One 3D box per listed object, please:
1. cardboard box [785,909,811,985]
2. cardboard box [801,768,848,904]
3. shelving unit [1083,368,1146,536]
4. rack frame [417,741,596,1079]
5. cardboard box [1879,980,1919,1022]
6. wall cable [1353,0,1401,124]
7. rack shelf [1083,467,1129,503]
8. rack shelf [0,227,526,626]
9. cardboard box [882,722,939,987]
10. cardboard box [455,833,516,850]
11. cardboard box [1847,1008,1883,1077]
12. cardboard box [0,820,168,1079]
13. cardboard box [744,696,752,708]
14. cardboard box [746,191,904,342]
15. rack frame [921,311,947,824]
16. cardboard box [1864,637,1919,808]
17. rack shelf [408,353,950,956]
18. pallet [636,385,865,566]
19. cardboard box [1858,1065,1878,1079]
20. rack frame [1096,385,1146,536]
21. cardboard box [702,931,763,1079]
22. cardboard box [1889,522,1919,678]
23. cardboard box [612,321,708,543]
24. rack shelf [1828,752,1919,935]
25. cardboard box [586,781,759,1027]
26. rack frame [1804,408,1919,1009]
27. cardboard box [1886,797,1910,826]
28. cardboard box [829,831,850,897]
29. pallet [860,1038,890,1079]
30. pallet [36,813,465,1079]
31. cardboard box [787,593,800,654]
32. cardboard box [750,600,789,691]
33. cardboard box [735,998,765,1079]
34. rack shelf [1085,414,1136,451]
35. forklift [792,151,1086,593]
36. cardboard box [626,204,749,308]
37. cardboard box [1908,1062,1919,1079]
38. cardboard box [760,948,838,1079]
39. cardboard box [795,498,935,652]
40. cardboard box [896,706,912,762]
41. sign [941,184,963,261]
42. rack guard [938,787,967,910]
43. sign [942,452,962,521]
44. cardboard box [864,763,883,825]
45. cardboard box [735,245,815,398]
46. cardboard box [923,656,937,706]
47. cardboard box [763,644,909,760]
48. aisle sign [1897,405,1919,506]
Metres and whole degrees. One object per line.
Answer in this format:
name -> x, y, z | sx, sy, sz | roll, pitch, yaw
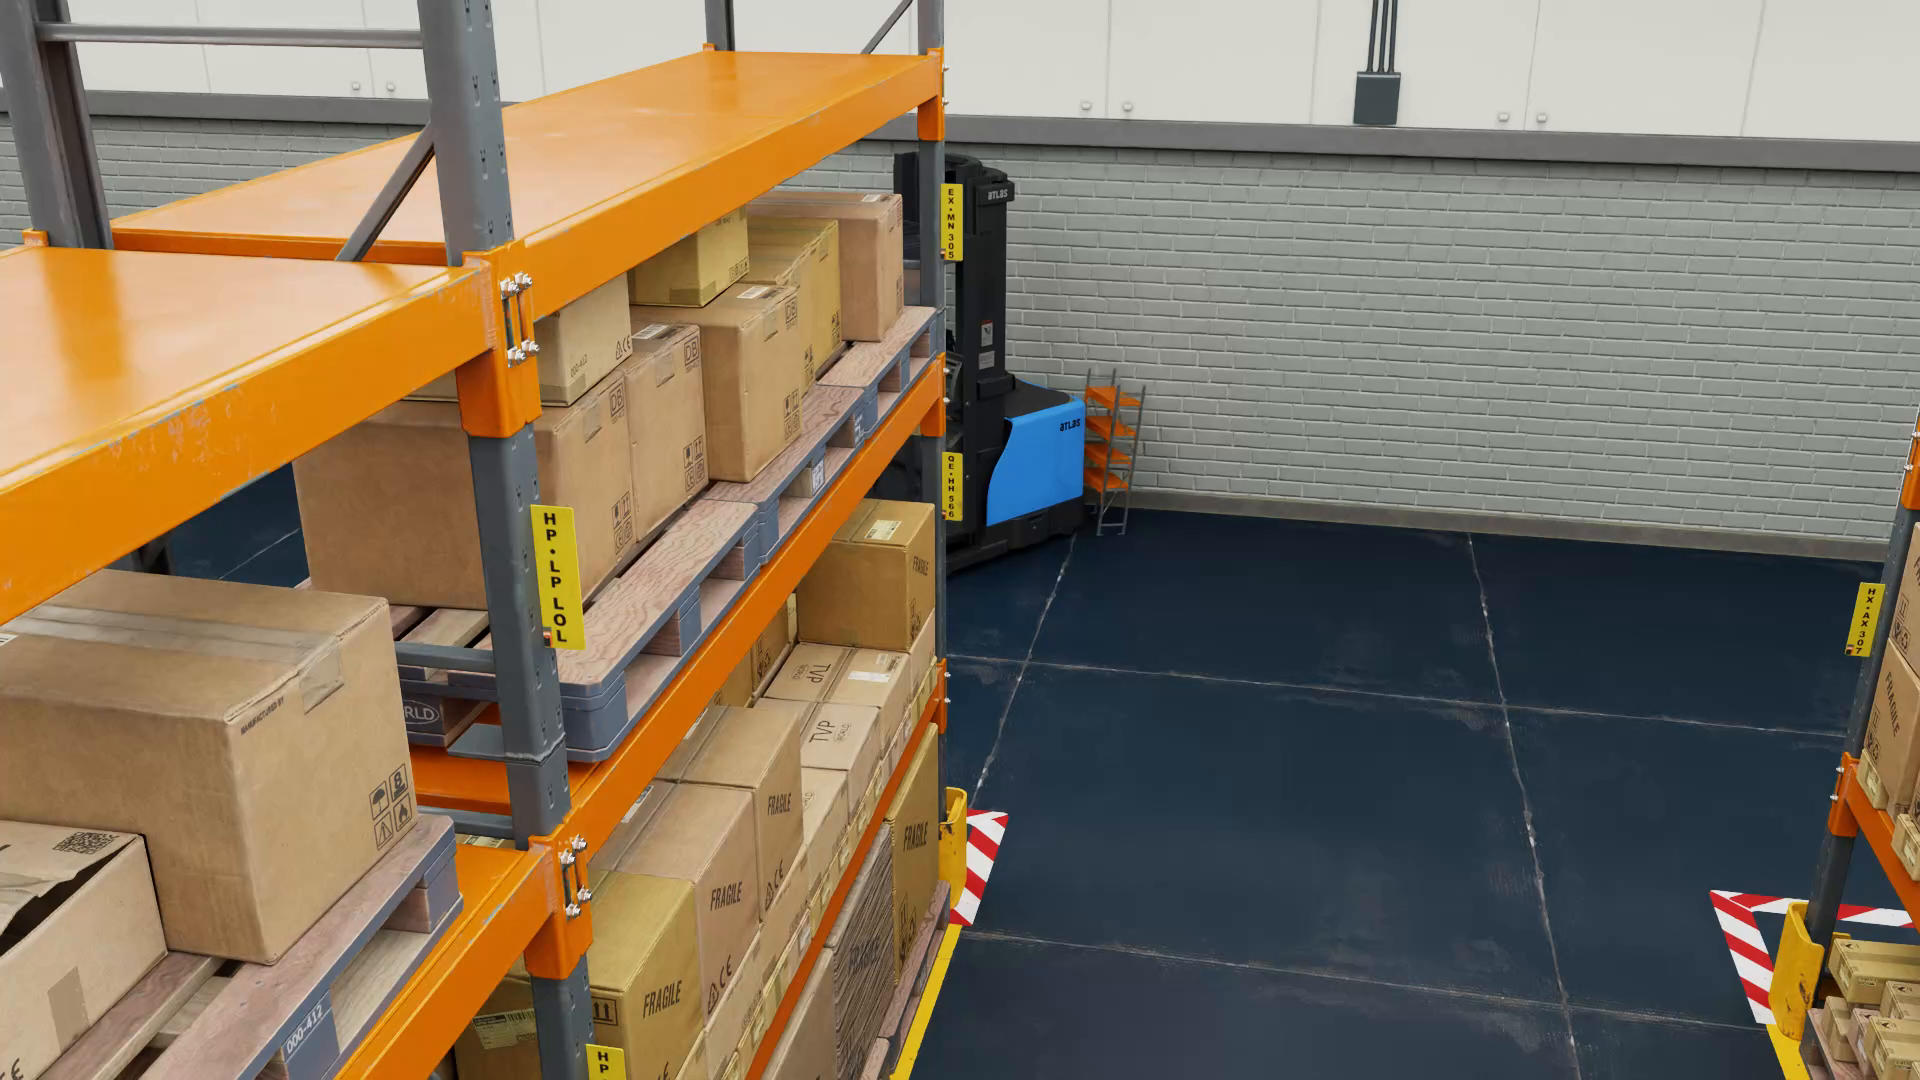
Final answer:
cardboard box -> -0.733, 1.381, 5.747 | 0.380, 0.149, 0.250 | 5, 22, 12
cardboard box -> -0.716, 1.050, 6.035 | 0.500, 0.250, 0.500 | 4, 22, 11
shelving unit -> 1.138, -0.687, 12.920 | 0.258, 1.200, 0.503 | -2, 21, -23
rack frame -> -1.383, 1.821, 4.317 | 1.000, 3.000, 0.127 | 4, 22, 11
cardboard box -> 3.890, 1.900, 6.577 | 0.380, 0.149, 0.250 | 5, 22, 12
wall cable -> 3.961, -5.722, 10.710 | 2.277, 5.999, 0.120 | 4, 22, 11
rack shelf -> 1.111, -0.438, 13.009 | 0.258, 0.148, 0.480 | -2, 21, -23
rack shelf -> -1.791, 0.289, 1.589 | 1.077, 0.370, 4.000 | 4, 22, 11
cardboard box -> -0.619, 1.389, 7.672 | 0.875, 0.875, 0.875 | 4, 22, 11
cardboard box -> -1.445, 1.033, 5.072 | 0.500, 0.500, 0.500 | 5, 22, 11
cardboard box -> 3.799, 2.031, 6.652 | 0.380, 0.149, 0.250 | 4, 22, 11
cardboard box -> -1.695, 0.670, 2.716 | 0.500, 0.311, 0.500 | 4, 22, 9
cardboard box -> -1.135, 0.819, 6.608 | 0.500, 0.250, 0.500 | 4, 22, 9
cardboard box -> -0.621, -1.127, 6.791 | 0.700, 0.500, 0.500 | 3, 22, 8
rack frame -> -0.567, 0.358, 7.949 | 1.000, 3.000, 0.127 | 4, 22, 11
cardboard box -> 3.906, 0.732, 6.489 | 0.500, 0.500, 0.500 | 6, 23, 13
rack shelf -> -0.975, 0.032, 5.707 | 1.077, 0.370, 4.000 | 4, 22, 11
pallet -> -0.955, -0.273, 5.619 | 1.003, 0.211, 1.213 | 4, 22, 11
cardboard box -> 3.875, 2.170, 6.705 | 0.380, 0.149, 0.250 | 4, 22, 11
rack frame -> 1.231, -0.602, 12.711 | 0.240, 1.200, 0.015 | -2, 21, -23
cardboard box -> -0.924, 1.419, 5.117 | 0.500, 0.250, 0.500 | 4, 22, 11
cardboard box -> 3.917, 0.269, 6.300 | 0.500, 0.500, 0.500 | 4, 22, 11
cardboard box -> -1.168, -0.345, 4.850 | 0.700, 0.500, 0.500 | 6, 23, 14
rack shelf -> 3.860, 1.838, 5.237 | 1.077, 0.370, 4.000 | 4, 22, 11
cardboard box -> -0.927, 1.069, 4.982 | 0.500, 0.500, 0.500 | 4, 22, 11
rack frame -> 4.268, 0.773, 6.919 | 1.000, 3.000, 0.127 | 4, 22, 11
cardboard box -> 3.870, 1.079, 6.495 | 0.380, 0.149, 0.250 | 5, 23, 13
cardboard box -> -0.629, 1.189, 6.223 | 0.380, 0.149, 0.250 | 5, 22, 12
pallet -> -0.905, 2.395, 6.625 | 1.003, 0.211, 1.213 | 4, 22, 11
pallet -> -1.522, 0.857, 2.951 | 0.805, 0.209, 1.217 | 4, 22, 9
cardboard box -> -0.929, 0.445, 7.537 | 0.500, 0.250, 0.500 | 4, 22, 9
cardboard box -> -1.031, 0.280, 6.943 | 0.500, 0.500, 0.500 | 4, 22, 10
cardboard box -> -0.838, 1.566, 5.287 | 0.380, 0.149, 0.250 | 4, 22, 9
rack shelf -> 1.154, -0.833, 12.868 | 0.258, 0.148, 0.480 | -2, 21, -23
forklift -> -0.472, -1.206, 11.926 | 3.031, 2.935, 1.130 | -18, 28, -37
cardboard box -> -0.989, -0.931, 5.301 | 0.500, 0.250, 0.500 | 4, 22, 9
cardboard box -> 3.744, 2.080, 6.132 | 0.380, 0.149, 0.250 | 3, 22, 8
cardboard box -> -0.987, 2.047, 6.037 | 0.875, 0.875, 0.875 | 4, 22, 11
cardboard box -> -0.409, 0.140, 7.290 | 0.500, 0.500, 0.500 | 5, 22, 12
cardboard box -> -0.421, 0.817, 7.145 | 0.380, 0.149, 0.250 | 5, 22, 11
sign -> -0.039, -1.361, 7.123 | 0.100, 0.325, 0.005 | 4, 22, 11
rack guard -> -0.562, 1.509, 8.438 | 1.175, 0.500, 0.348 | 4, 22, 11
sign -> -0.039, -0.242, 7.574 | 0.100, 0.325, 0.005 | 4, 22, 11
cardboard box -> -0.524, 1.004, 6.683 | 0.380, 0.149, 0.250 | 4, 22, 10
cardboard box -> -0.911, -0.737, 5.824 | 0.700, 0.500, 0.500 | 3, 22, 7
cardboard box -> -0.317, 0.630, 7.611 | 0.380, 0.149, 0.250 | 5, 22, 12
cardboard box -> -0.510, 0.673, 6.971 | 0.500, 0.250, 0.500 | 4, 22, 10
aisle sign -> 3.989, -0.482, 6.556 | 0.394, 0.787, 0.004 | 4, 22, 11
